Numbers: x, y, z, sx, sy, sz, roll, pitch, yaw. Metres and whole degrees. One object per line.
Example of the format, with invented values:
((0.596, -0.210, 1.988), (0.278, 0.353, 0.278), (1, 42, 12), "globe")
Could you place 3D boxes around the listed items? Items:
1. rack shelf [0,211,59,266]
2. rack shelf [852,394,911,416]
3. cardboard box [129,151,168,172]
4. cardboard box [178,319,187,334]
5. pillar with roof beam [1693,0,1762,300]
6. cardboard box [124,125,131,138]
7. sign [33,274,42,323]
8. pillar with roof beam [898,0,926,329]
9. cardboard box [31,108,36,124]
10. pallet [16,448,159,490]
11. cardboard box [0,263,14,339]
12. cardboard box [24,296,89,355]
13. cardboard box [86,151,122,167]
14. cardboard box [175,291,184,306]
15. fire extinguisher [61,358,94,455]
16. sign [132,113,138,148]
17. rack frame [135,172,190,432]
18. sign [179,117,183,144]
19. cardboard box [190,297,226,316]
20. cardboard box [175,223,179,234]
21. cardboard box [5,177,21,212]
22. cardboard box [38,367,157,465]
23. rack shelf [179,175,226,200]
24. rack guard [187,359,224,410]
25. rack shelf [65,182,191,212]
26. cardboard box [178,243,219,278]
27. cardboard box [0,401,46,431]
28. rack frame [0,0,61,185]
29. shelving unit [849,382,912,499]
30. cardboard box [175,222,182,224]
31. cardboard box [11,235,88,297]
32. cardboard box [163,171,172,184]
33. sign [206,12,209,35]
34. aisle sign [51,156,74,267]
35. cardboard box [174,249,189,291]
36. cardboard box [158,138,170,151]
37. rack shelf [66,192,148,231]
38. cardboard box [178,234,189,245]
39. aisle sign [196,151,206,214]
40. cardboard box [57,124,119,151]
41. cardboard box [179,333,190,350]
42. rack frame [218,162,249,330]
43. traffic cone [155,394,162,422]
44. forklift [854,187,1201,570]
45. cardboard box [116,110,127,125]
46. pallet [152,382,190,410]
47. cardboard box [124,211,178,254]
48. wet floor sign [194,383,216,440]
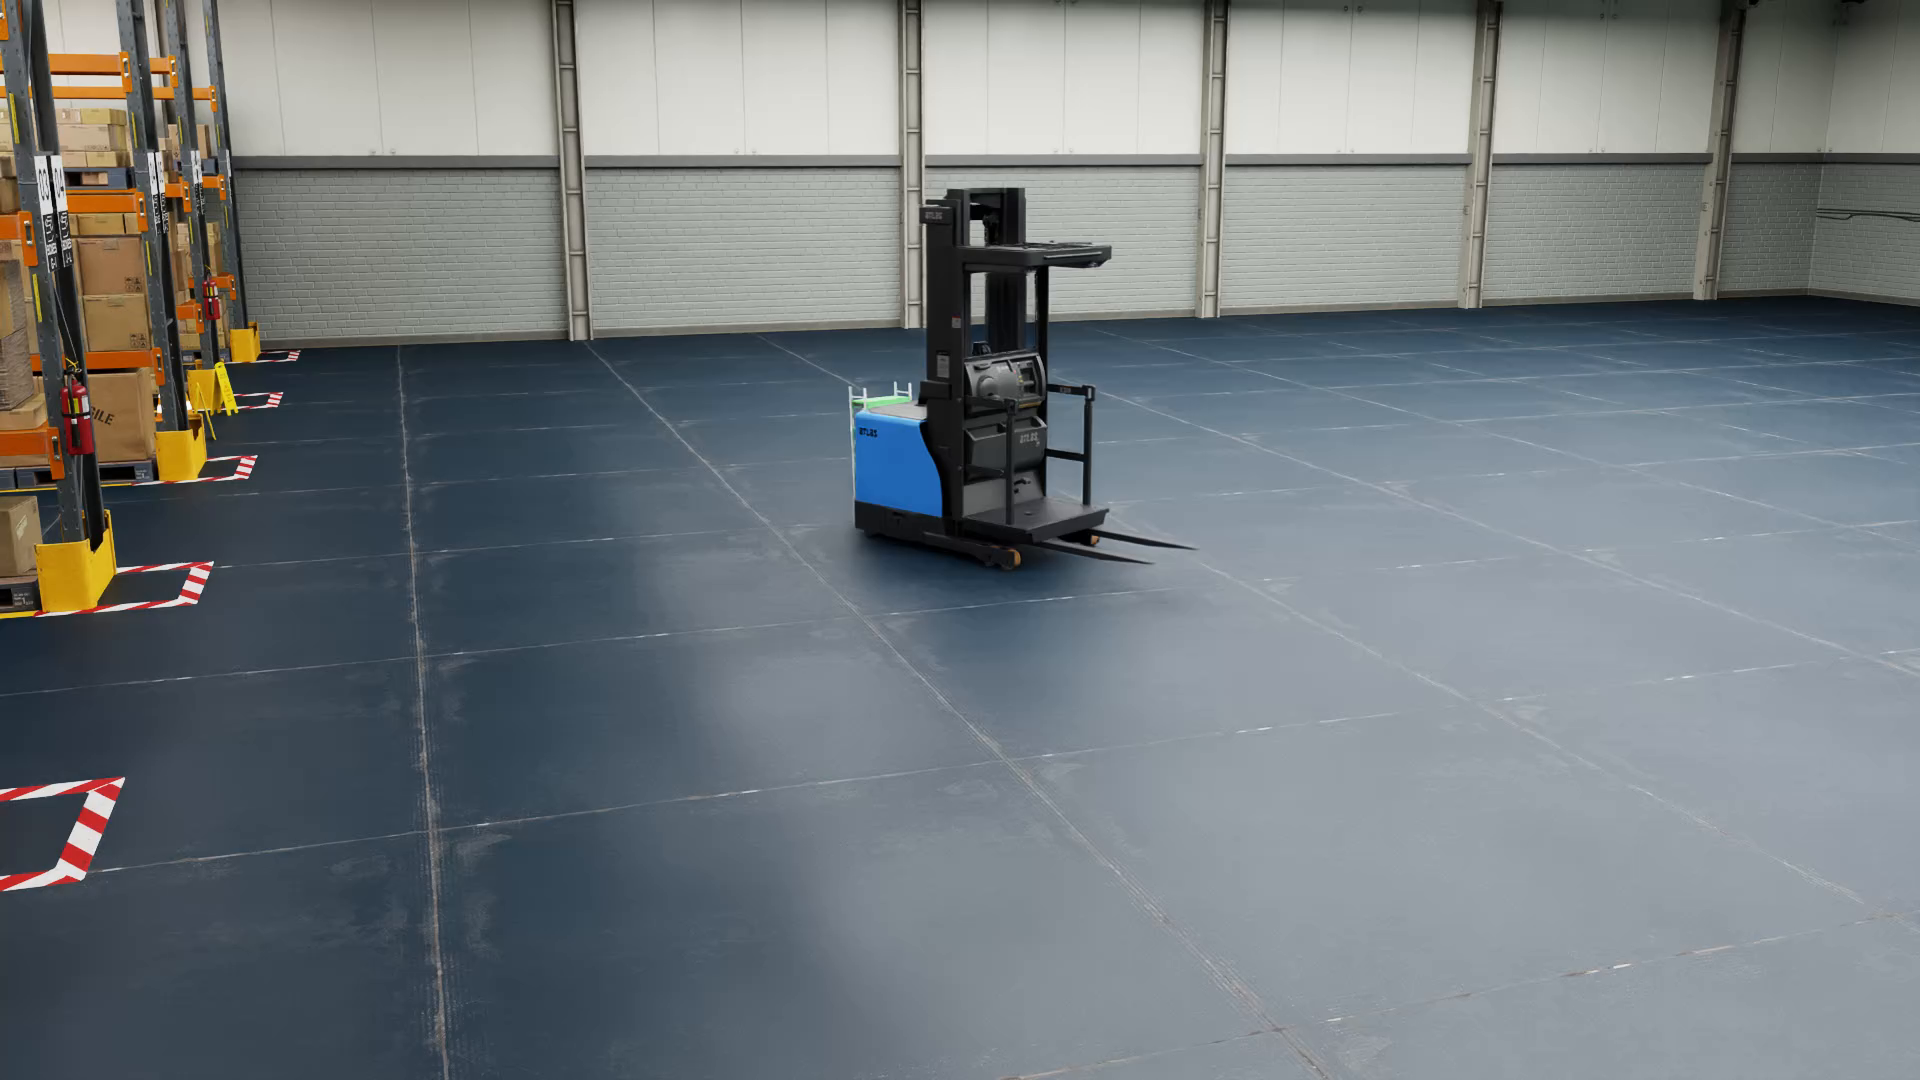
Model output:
((-8.439, -2.041, 11.313), (4.000, 0.370, 1.077), (-4, 14, -18), "rack shelf")
((-0.698, -1.186, 14.712), (0.480, 0.148, 0.258), (-10, 14, -37), "rack shelf")
((-10.103, -4.687, 20.563), (0.500, 0.250, 0.500), (-5, 14, -19), "cardboard box")
((-12.131, -3.312, 25.537), (0.500, 0.250, 0.500), (-5, 14, -19), "cardboard box")
((17.568, -8.676, 31.170), (0.548, 9.000, 9.100), (-4, 14, -18), "pillar with roof beam")
((-12.635, -5.962, 24.904), (0.500, 0.500, 0.700), (-4, 14, -18), "cardboard box")
((-6.385, -1.673, 11.508), (0.005, 0.325, 0.100), (-4, 14, -18), "sign")
((0.509, -7.347, 25.585), (0.400, 9.000, 9.100), (-4, 14, -18), "pillar with roof beam")
((-8.720, -4.016, 15.758), (0.250, 0.149, 0.380), (-4, 14, -17), "cardboard box")
((-8.762, -0.741, 16.804), (1.213, 0.211, 1.003), (-4, 14, -18), "pallet")
((-6.986, -1.664, 11.637), (0.500, 0.500, 0.500), (-4, 14, -18), "cardboard box")
((-8.881, -2.165, 16.437), (0.550, 0.550, 0.875), (-4, 14, -18), "cardboard box")
((-8.236, -3.665, 16.008), (0.250, 0.149, 0.380), (-4, 14, -18), "cardboard box")
((-9.990, -3.056, 21.050), (0.250, 0.149, 0.380), (-4, 14, -16), "cardboard box")
((-6.288, -0.949, 11.817), (0.183, 0.674, 0.296), (-4, 14, -18), "fire extinguisher")
((-7.869, -3.906, 15.857), (0.005, 0.325, 0.100), (-4, 14, -18), "sign")
((-8.029, -2.174, 16.802), (0.127, 3.000, 1.000), (-4, 14, -18), "rack frame")
((-9.546, -5.019, 20.367), (0.005, 0.325, 0.100), (-4, 14, -18), "sign")
((-11.627, -3.592, 25.634), (0.500, 0.250, 0.500), (-4, 14, -16), "cardboard box")
((-12.026, -4.727, 25.272), (0.250, 0.149, 0.380), (-4, 14, -17), "cardboard box")
((-7.082, -2.486, 11.956), (0.500, 0.250, 0.500), (-4, 14, -16), "cardboard box")
((-8.651, -1.280, 16.728), (0.875, 0.875, 0.875), (-4, 14, -18), "cardboard box")
((-13.186, -5.303, 25.026), (4.000, 0.370, 1.077), (-4, 14, -18), "rack shelf")
((-9.776, -2.031, 21.600), (0.348, 0.500, 1.175), (-4, 14, -18), "rack guard")
((-11.599, -4.214, 20.450), (4.000, 0.370, 1.077), (-4, 14, -18), "rack shelf")
((-11.673, -4.296, 25.504), (0.500, 0.500, 0.500), (-5, 14, -19), "cardboard box")
((-6.747, -0.890, 11.947), (0.250, 0.149, 0.380), (-4, 14, -18), "cardboard box")
((-6.543, -3.998, 11.503), (0.127, 3.000, 1.000), (-4, 14, -18), "rack frame")
((-0.684, -0.778, 14.791), (0.503, 1.200, 0.258), (-10, 14, -37), "shelving unit")
((-12.181, -4.837, 25.737), (0.250, 0.149, 0.380), (-4, 14, -17), "cardboard box")
((-8.885, -2.693, 16.324), (0.550, 0.550, 0.875), (-4, 14, -18), "cardboard box")
((-9.953, -4.502, 20.648), (0.250, 0.149, 0.380), (-4, 14, -18), "cardboard box")
((-11.131, -7.632, 24.594), (0.005, 0.325, 0.100), (-4, 14, -18), "sign")
((-6.580, -2.414, 12.192), (0.004, 0.787, 0.394), (-4, 14, -18), "aisle sign")
((-10.241, -3.472, 21.397), (0.500, 0.500, 0.500), (-5, 14, -19), "cardboard box")
((-9.930, -4.888, 20.547), (0.250, 0.149, 0.380), (-4, 14, -18), "cardboard box")
((-9.925, -3.136, 15.917), (4.000, 0.370, 1.077), (-4, 14, -18), "rack shelf")
((-11.762, -4.593, 25.351), (0.250, 0.149, 0.380), (-4, 14, -17), "cardboard box")
((-9.744, -4.590, 21.339), (0.004, 0.787, 0.394), (-4, 14, -18), "aisle sign")
((-8.404, -3.861, 15.968), (0.500, 0.250, 0.500), (-4, 14, -17), "cardboard box")
((-12.109, -3.069, 25.597), (0.500, 0.250, 0.500), (-4, 14, -18), "cardboard box")
((-11.290, -4.341, 25.910), (0.127, 3.000, 1.000), (-4, 14, -18), "rack frame")
((-9.700, -1.704, 20.305), (0.334, 0.463, 0.336), (-4, 14, -18), "traffic cone")
((0.525, -1.325, 13.381), (3.031, 2.935, 1.130), (12, 18, 40), "forklift")
((-8.447, -4.197, 16.521), (0.250, 0.149, 0.380), (-4, 14, -17), "cardboard box")
((-10.557, -1.838, 21.414), (1.213, 0.211, 1.003), (-4, 14, -18), "pallet")
((-10.118, -3.847, 20.813), (0.500, 0.500, 0.700), (-5, 14, -19), "cardboard box")
((-8.633, -1.465, 18.909), (0.232, 0.644, 0.267), (-7, 15, -28), "wet floor sign")
